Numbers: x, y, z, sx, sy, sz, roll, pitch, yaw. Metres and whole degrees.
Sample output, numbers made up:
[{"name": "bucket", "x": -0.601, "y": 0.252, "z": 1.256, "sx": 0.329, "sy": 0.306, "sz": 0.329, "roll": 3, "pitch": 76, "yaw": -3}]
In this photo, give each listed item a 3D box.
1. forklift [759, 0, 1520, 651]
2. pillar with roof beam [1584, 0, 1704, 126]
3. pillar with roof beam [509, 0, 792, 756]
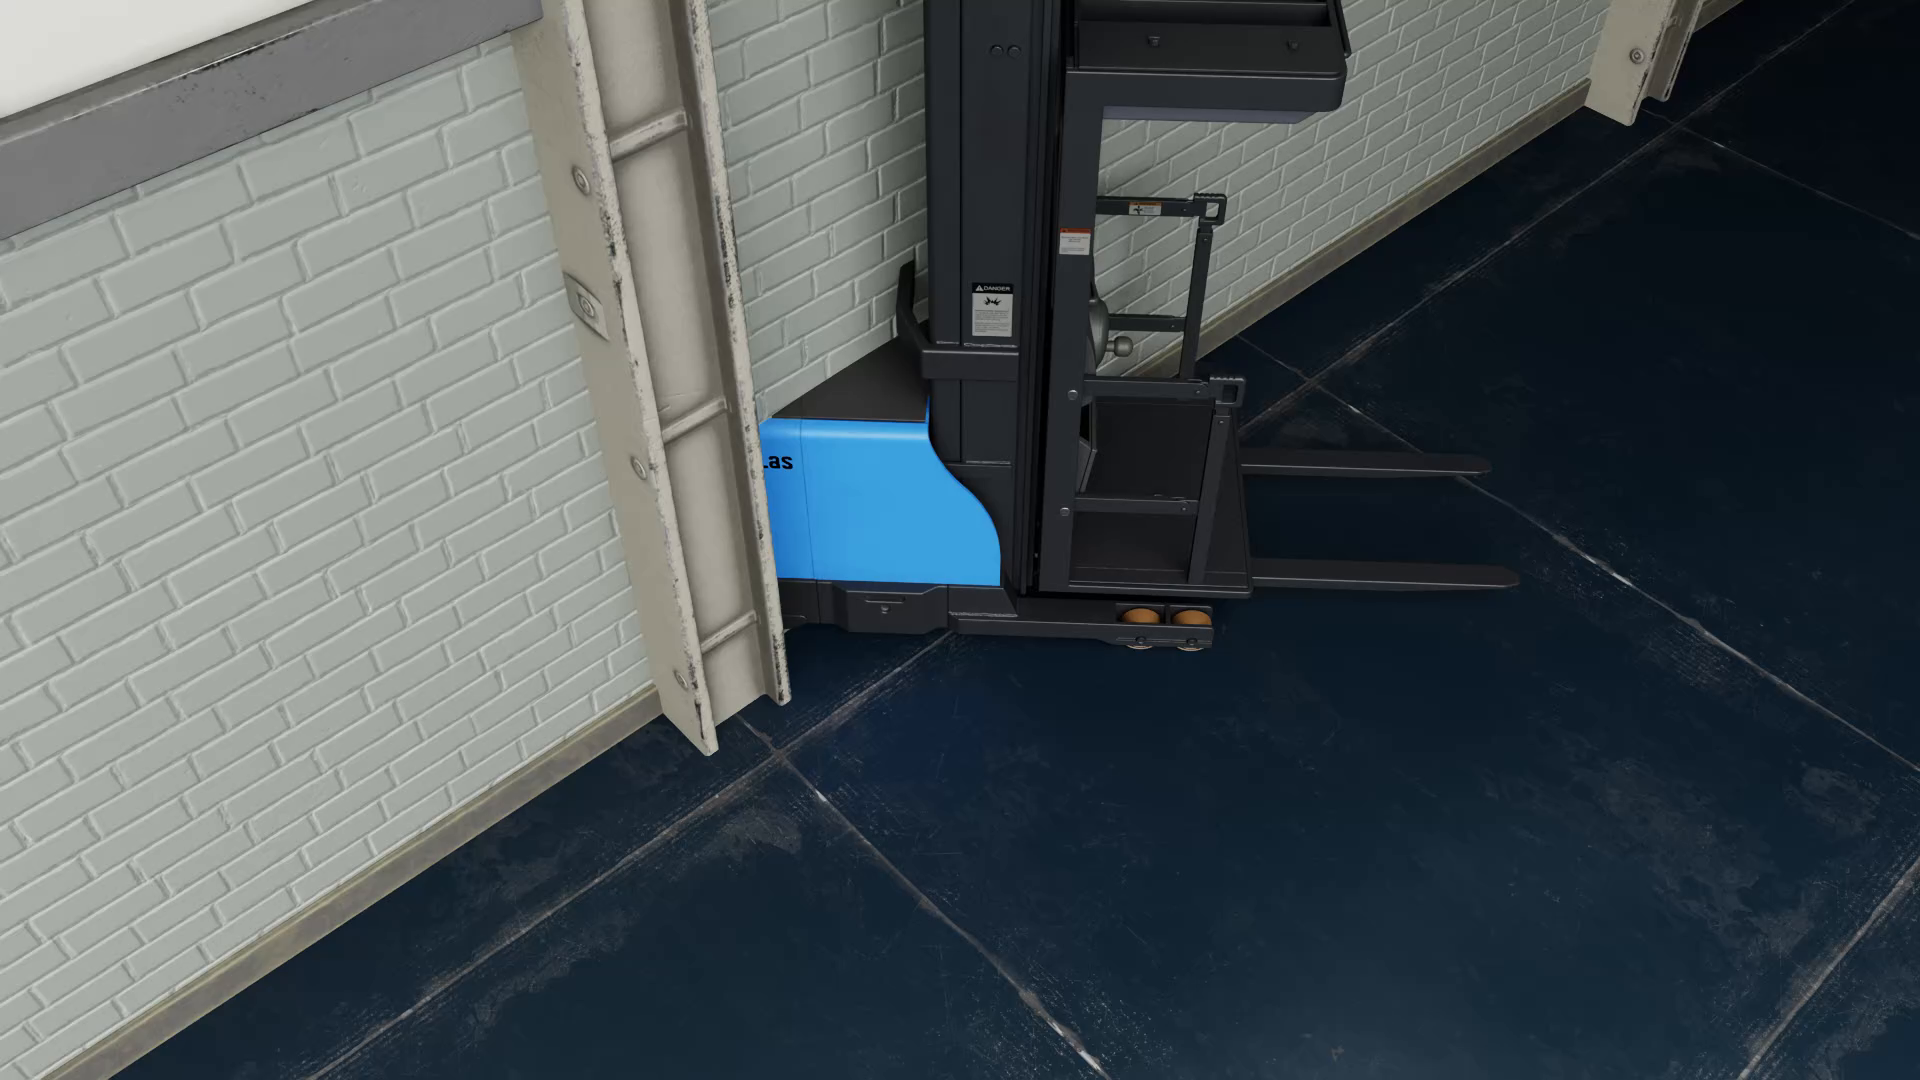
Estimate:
[{"name": "forklift", "x": 0.624, "y": -0.973, "z": 5.653, "sx": 3.031, "sy": 2.935, "sz": 1.130, "roll": 2, "pitch": 47, "yaw": 2}, {"name": "pillar with roof beam", "x": 6.462, "y": -3.072, "z": 3.462, "sx": 0.400, "sy": 9.000, "sz": 9.100, "roll": -34, "pitch": 56, "yaw": -27}, {"name": "pillar with roof beam", "x": 2.022, "y": -0.106, "z": 0.725, "sx": 0.400, "sy": 9.000, "sz": 9.100, "roll": -34, "pitch": 56, "yaw": -27}]
